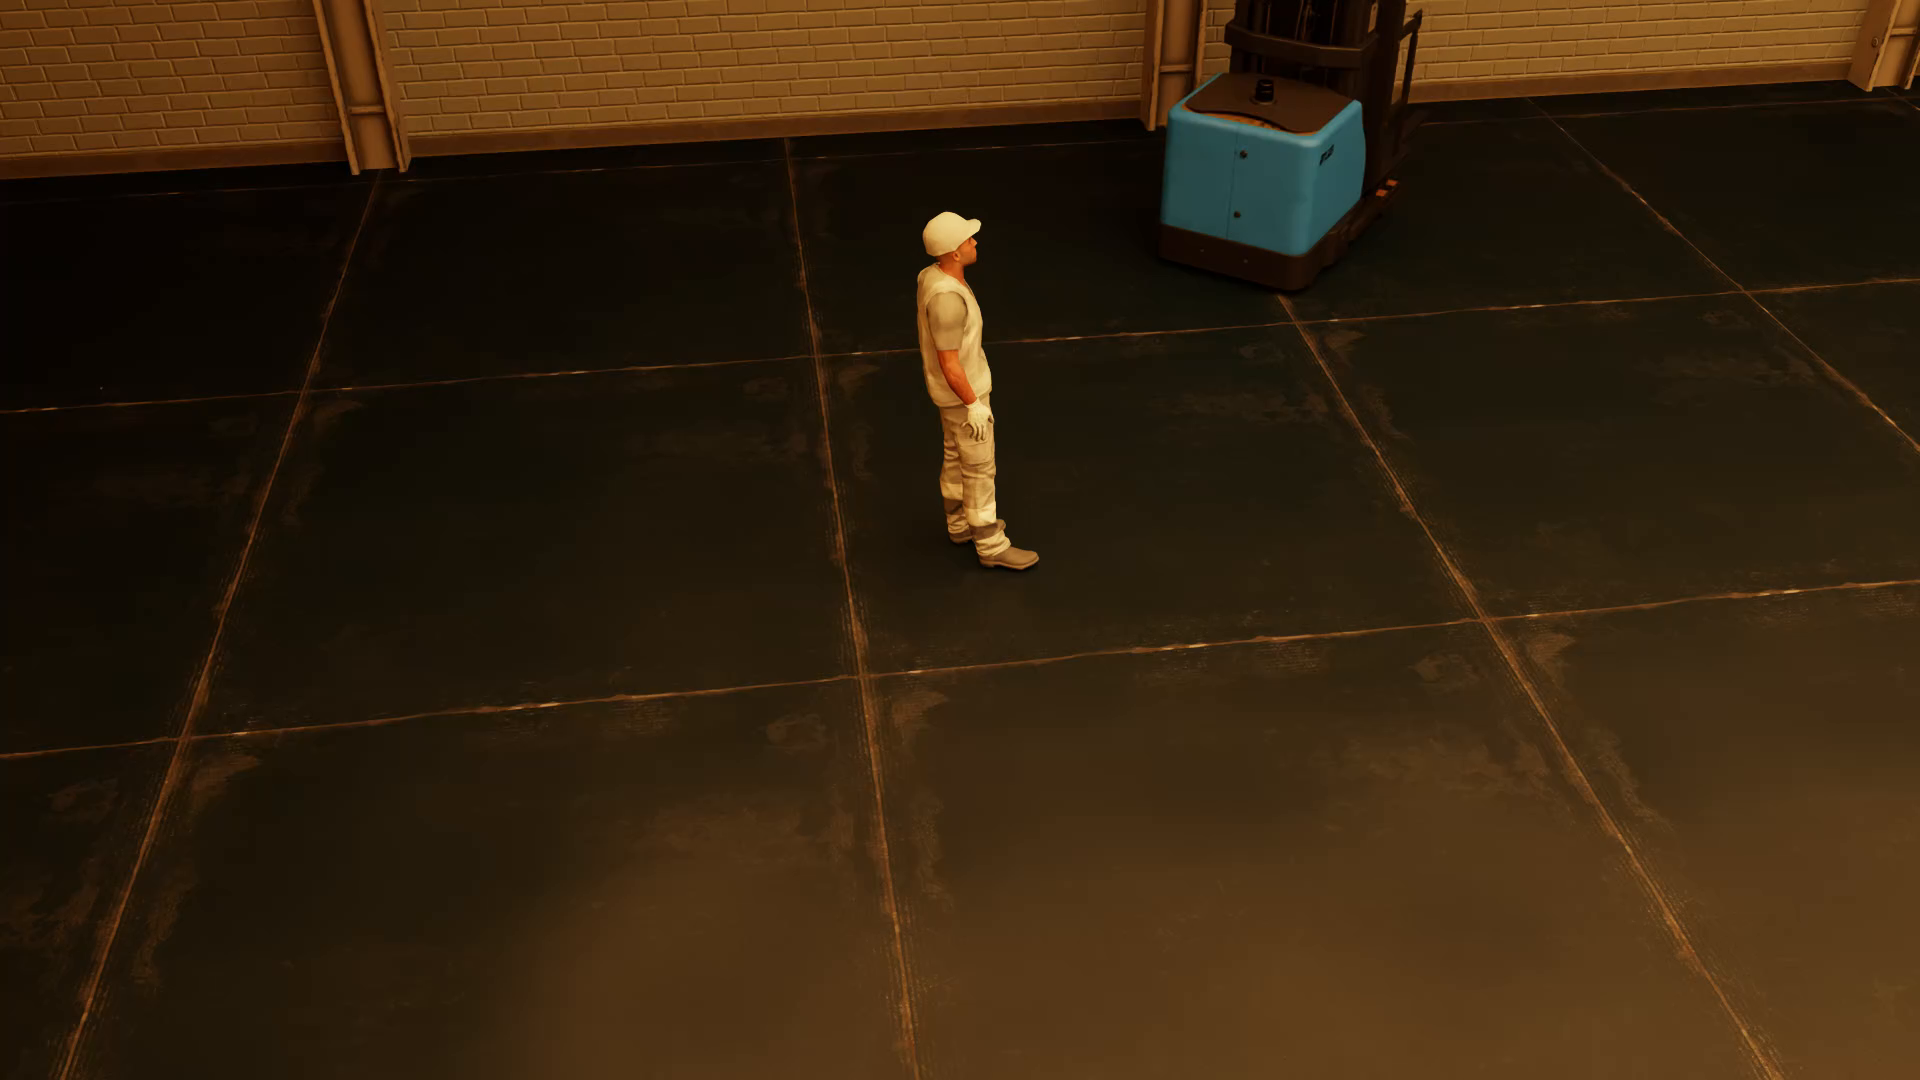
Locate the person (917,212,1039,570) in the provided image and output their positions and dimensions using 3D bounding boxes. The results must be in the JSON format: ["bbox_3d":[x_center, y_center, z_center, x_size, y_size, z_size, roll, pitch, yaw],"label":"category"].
[{"bbox_3d":[0.081,-0.730,7.996,0.564,1.787,0.637,-5,36,-6],"label":"person"}]

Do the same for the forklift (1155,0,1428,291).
[{"bbox_3d":[2.488,-3.612,11.015,1.130,2.935,3.031,20,40,25],"label":"forklift"}]
